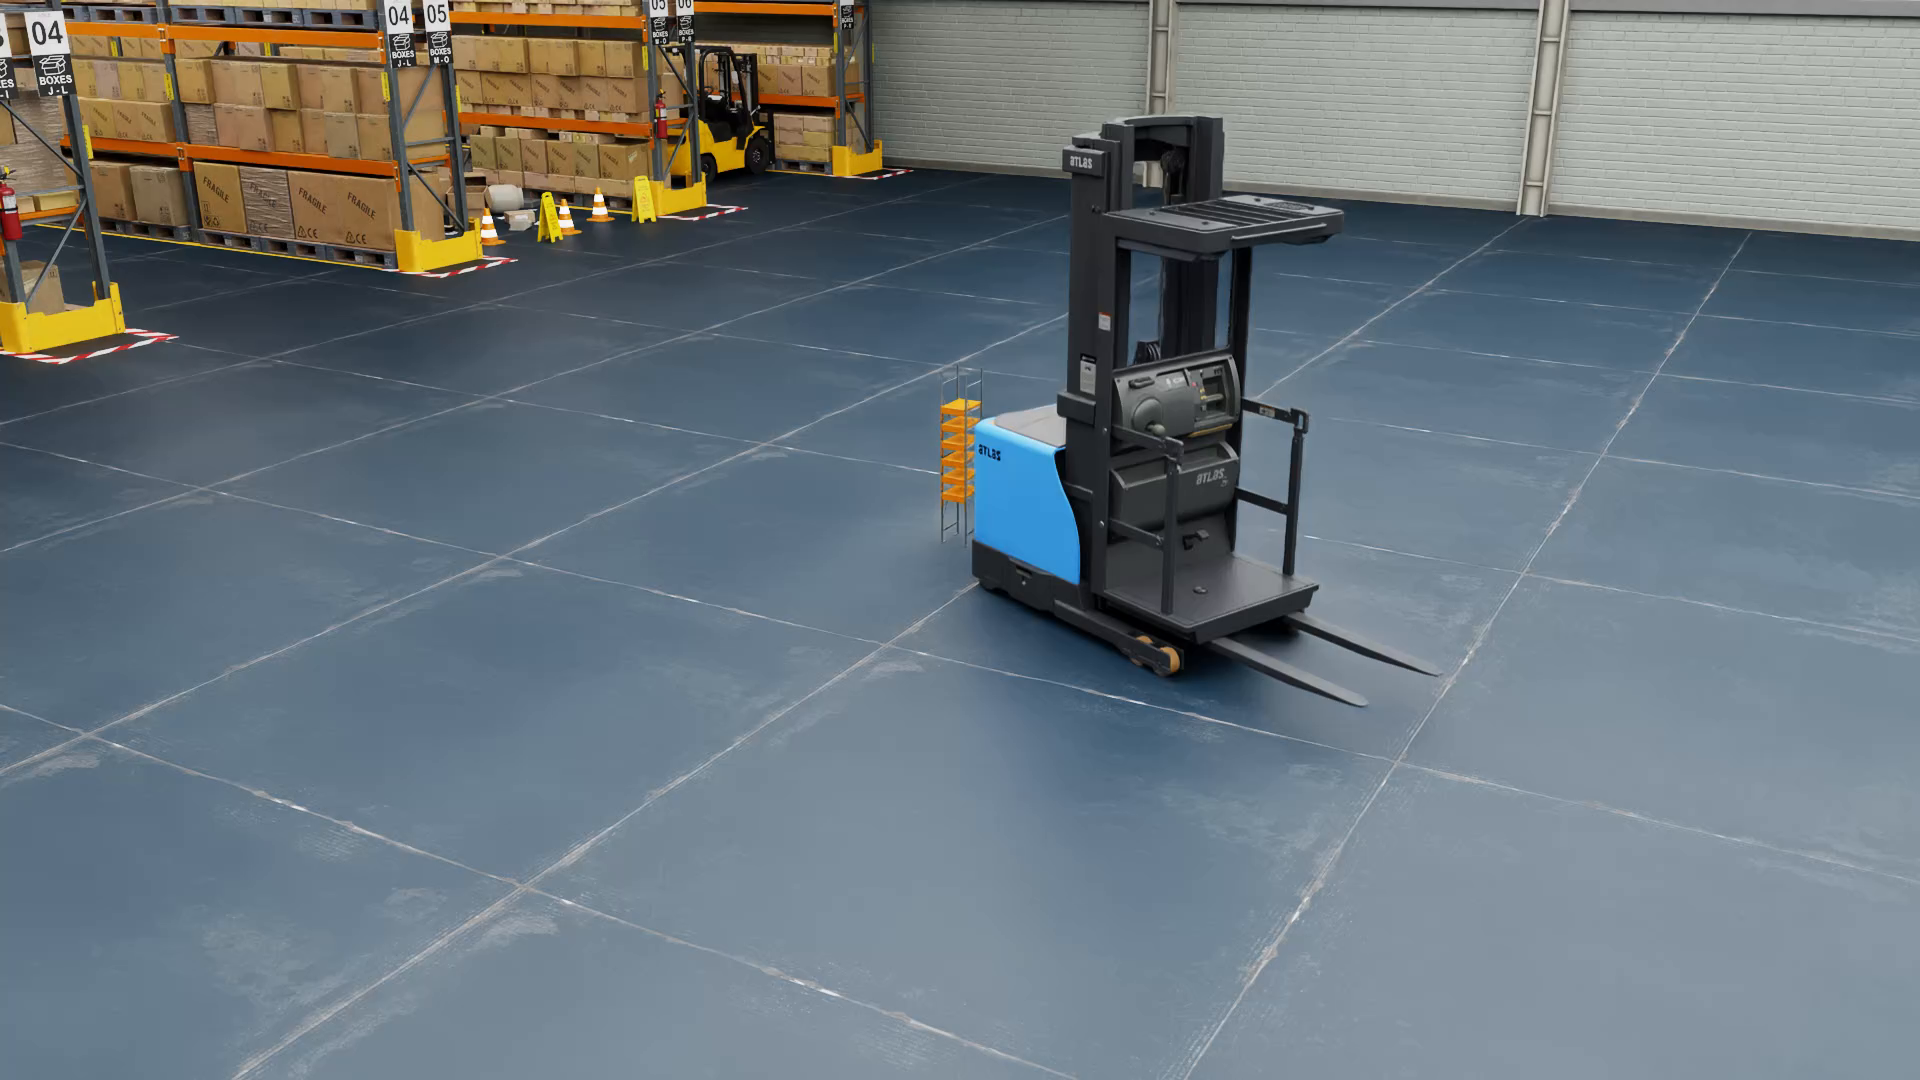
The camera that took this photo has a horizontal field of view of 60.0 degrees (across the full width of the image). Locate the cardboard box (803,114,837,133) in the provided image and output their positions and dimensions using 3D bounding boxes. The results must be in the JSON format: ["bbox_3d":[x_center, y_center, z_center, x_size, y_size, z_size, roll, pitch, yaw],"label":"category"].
[{"bbox_3d":[-2.365,-7.222,28.825,0.500,0.250,0.500,12,23,29],"label":"cardboard box"}]

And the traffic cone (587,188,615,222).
[{"bbox_3d":[-5.233,-4.880,24.139,0.334,0.463,0.336,11,23,27],"label":"traffic cone"}]

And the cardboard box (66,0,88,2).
[{"bbox_3d":[-11.683,-7.398,22.331,0.500,0.311,0.500,10,22,25],"label":"cardboard box"}]

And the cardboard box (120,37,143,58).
[{"bbox_3d":[-14.460,-8.739,29.444,0.500,0.500,0.500,11,23,28],"label":"cardboard box"}]

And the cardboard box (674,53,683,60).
[{"bbox_3d":[-4.926,-8.706,29.870,0.250,0.149,0.380,11,23,29],"label":"cardboard box"}]

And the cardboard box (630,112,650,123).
[{"bbox_3d":[-4.659,-6.265,24.607,0.250,0.149,0.380,12,23,29],"label":"cardboard box"}]

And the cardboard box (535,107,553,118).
[{"bbox_3d":[-6.256,-6.535,25.350,0.250,0.149,0.380,11,23,27],"label":"cardboard box"}]

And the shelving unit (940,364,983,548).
[{"bbox_3d":[0.013,-0.562,11.154,0.189,1.200,0.258,11,23,27],"label":"shelving unit"}]

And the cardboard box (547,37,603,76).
[{"bbox_3d":[-5.714,-7.202,24.772,0.500,0.500,0.700,10,22,27],"label":"cardboard box"}]

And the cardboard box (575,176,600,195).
[{"bbox_3d":[-5.513,-5.433,25.359,0.500,0.250,0.500,11,23,27],"label":"cardboard box"}]

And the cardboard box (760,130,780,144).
[{"bbox_3d":[-3.282,-7.157,29.380,0.500,0.250,0.500,10,22,26],"label":"cardboard box"}]

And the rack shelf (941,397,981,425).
[{"bbox_3d":[0.013,-0.858,11.046,0.180,0.103,0.258,11,23,27],"label":"rack shelf"}]

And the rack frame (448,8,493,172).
[{"bbox_3d":[-7.720,-7.050,26.402,0.127,3.000,1.000,11,23,27],"label":"rack frame"}]

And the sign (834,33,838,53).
[{"bbox_3d":[-2.087,-8.360,27.967,0.005,0.325,0.100,11,23,27],"label":"sign"}]

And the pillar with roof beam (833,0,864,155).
[{"bbox_3d":[-4.078,-9.786,25.146,0.400,9.000,9.100,11,23,27],"label":"pillar with roof beam"}]

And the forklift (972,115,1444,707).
[{"bbox_3d":[1.370,-0.807,9.291,1.130,2.935,3.031,-15,25,-35],"label":"forklift"}]

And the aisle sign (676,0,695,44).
[{"bbox_3d":[-4.023,-7.689,24.351,0.004,0.787,0.394,11,23,27],"label":"aisle sign"}]

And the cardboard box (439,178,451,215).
[{"bbox_3d":[-7.817,-4.967,24.120,0.503,0.637,0.797,11,23,27],"label":"cardboard box"}]

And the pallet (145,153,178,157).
[{"bbox_3d":[-13.994,-6.964,30.253,1.213,0.211,1.003,11,23,27],"label":"pallet"}]

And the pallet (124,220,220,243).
[{"bbox_3d":[-10.756,-4.355,23.060,1.213,0.211,1.003,11,23,27],"label":"pallet"}]

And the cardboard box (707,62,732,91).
[{"bbox_3d":[-4.137,-8.258,29.586,0.500,0.500,0.500,11,22,27],"label":"cardboard box"}]

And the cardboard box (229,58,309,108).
[{"bbox_3d":[-8.799,-5.879,21.369,0.550,0.550,0.875,11,23,27],"label":"cardboard box"}]

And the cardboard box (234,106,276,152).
[{"bbox_3d":[-8.813,-5.363,21.530,0.550,0.550,0.875,11,23,27],"label":"cardboard box"}]

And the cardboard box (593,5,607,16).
[{"bbox_3d":[-5.125,-7.739,24.270,0.250,0.149,0.380,12,23,29],"label":"cardboard box"}]

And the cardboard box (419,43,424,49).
[{"bbox_3d":[-8.957,-8.073,27.071,0.250,0.149,0.380,12,23,30],"label":"cardboard box"}]

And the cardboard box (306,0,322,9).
[{"bbox_3d":[-7.674,-6.512,20.126,0.250,0.149,0.380,11,23,28],"label":"cardboard box"}]

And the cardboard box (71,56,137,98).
[{"bbox_3d":[-11.813,-6.411,23.027,0.500,0.500,0.700,11,22,27],"label":"cardboard box"}]

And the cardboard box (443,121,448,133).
[{"bbox_3d":[-10.159,-8.395,33.159,0.500,0.500,0.500,12,23,30],"label":"cardboard box"}]

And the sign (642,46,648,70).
[{"bbox_3d":[-4.516,-6.916,23.870,0.005,0.325,0.100,11,23,27],"label":"sign"}]

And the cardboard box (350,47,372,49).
[{"bbox_3d":[-9.782,-7.940,27.658,0.500,0.500,0.500,9,22,24],"label":"cardboard box"}]

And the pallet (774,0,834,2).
[{"bbox_3d":[-2.415,-9.357,28.492,1.213,0.211,1.003,11,23,27],"label":"pallet"}]

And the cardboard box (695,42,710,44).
[{"bbox_3d":[-4.670,-8.822,29.754,0.250,0.149,0.380,10,22,26],"label":"cardboard box"}]

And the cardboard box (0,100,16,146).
[{"bbox_3d":[-9.662,-4.109,16.246,0.500,0.500,0.500,11,23,27],"label":"cardboard box"}]

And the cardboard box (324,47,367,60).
[{"bbox_3d":[-10.007,-7.785,27.229,0.500,0.500,0.500,11,23,28],"label":"cardboard box"}]

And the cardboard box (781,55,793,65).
[{"bbox_3d":[-2.895,-8.329,28.830,0.250,0.149,0.380,11,22,27],"label":"cardboard box"}]

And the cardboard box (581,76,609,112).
[{"bbox_3d":[-5.271,-6.665,24.756,0.500,0.500,0.500,11,23,27],"label":"cardboard box"}]

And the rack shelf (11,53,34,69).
[{"bbox_3d":[-10.807,-4.839,16.963,4.000,0.370,1.077,11,23,27],"label":"rack shelf"}]

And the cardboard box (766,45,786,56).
[{"bbox_3d":[-3.161,-8.493,28.845,0.250,0.149,0.380,11,23,29],"label":"cardboard box"}]

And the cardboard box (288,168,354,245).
[{"bbox_3d":[-7.947,-4.332,21.408,0.875,0.875,0.875,10,22,26],"label":"cardboard box"}]

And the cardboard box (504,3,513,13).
[{"bbox_3d":[-6.669,-8.048,25.121,0.250,0.149,0.380,10,22,26],"label":"cardboard box"}]

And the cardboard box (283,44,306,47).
[{"bbox_3d":[-11.524,-8.387,28.475,0.500,0.500,0.500,10,22,26],"label":"cardboard box"}]

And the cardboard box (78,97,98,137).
[{"bbox_3d":[-11.959,-5.866,22.990,0.500,0.500,0.500,11,22,27],"label":"cardboard box"}]

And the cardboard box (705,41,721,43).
[{"bbox_3d":[-4.440,-8.963,30.141,0.250,0.149,0.380,11,22,27],"label":"cardboard box"}]

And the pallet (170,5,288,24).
[{"bbox_3d":[-9.337,-6.789,21.413,1.213,0.211,1.003,11,23,27],"label":"pallet"}]

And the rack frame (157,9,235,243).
[{"bbox_3d":[-10.046,-5.560,22.293,0.127,3.000,1.000,11,23,27],"label":"rack frame"}]

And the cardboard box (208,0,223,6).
[{"bbox_3d":[-9.231,-6.808,20.942,0.250,0.149,0.380,10,22,26],"label":"cardboard box"}]

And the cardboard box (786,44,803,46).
[{"bbox_3d":[-2.900,-8.650,29.277,0.250,0.149,0.380,12,23,29],"label":"cardboard box"}]

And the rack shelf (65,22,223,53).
[{"bbox_3d":[-11.792,-6.964,22.821,4.000,0.370,1.077,11,23,27],"label":"rack shelf"}]

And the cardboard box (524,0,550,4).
[{"bbox_3d":[-6.142,-8.121,24.740,0.500,0.250,0.500,11,23,28],"label":"cardboard box"}]

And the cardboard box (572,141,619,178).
[{"bbox_3d":[-5.512,-5.784,25.227,0.500,0.500,0.500,12,23,29],"label":"cardboard box"}]

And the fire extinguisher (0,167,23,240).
[{"bbox_3d":[-9.186,-3.242,16.017,0.183,0.674,0.296,11,23,27],"label":"fire extinguisher"}]

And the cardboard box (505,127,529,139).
[{"bbox_3d":[-6.807,-6.310,25.728,0.250,0.149,0.380,12,23,29],"label":"cardboard box"}]
